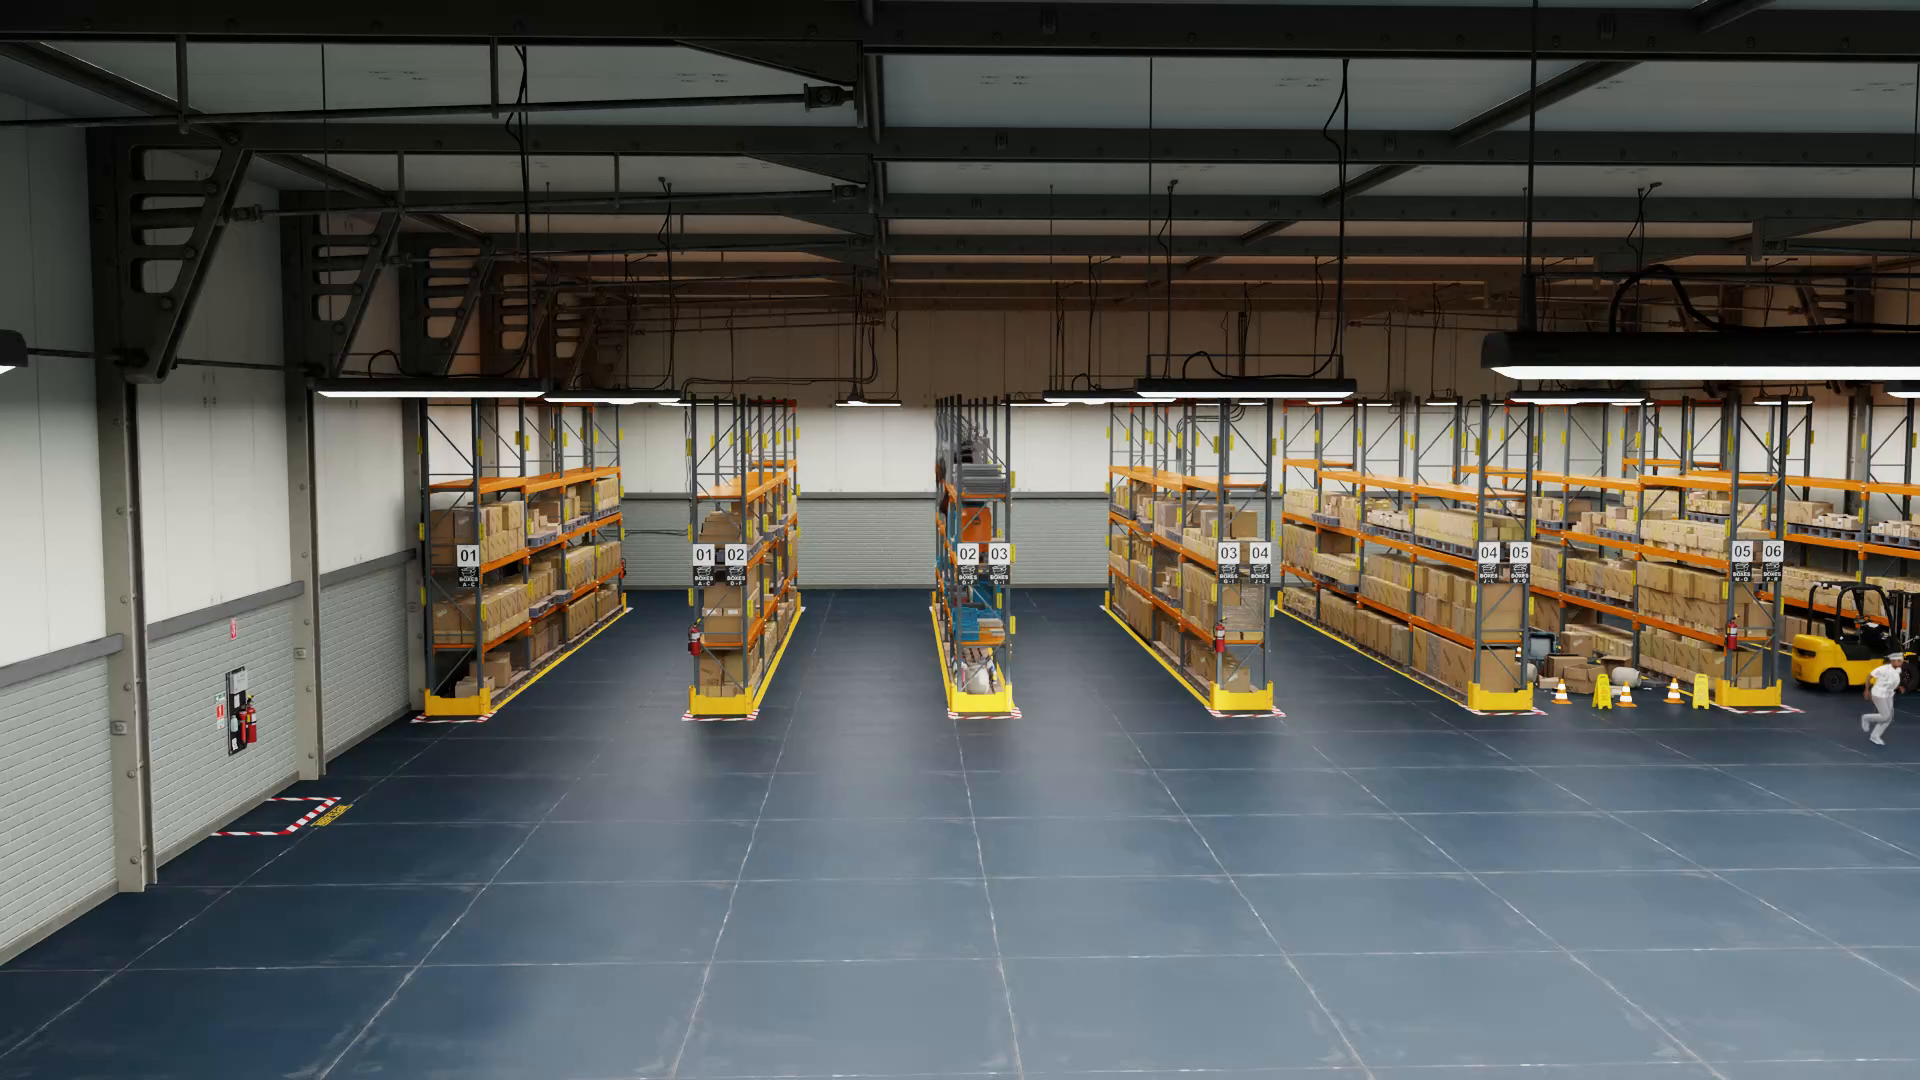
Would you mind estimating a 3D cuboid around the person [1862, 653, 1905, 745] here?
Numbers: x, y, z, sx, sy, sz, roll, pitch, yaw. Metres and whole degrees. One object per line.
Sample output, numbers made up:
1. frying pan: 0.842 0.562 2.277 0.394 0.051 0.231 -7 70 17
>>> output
1. person: 15.827 2.699 28.482 0.563 1.614 0.694 -2 5 -28
